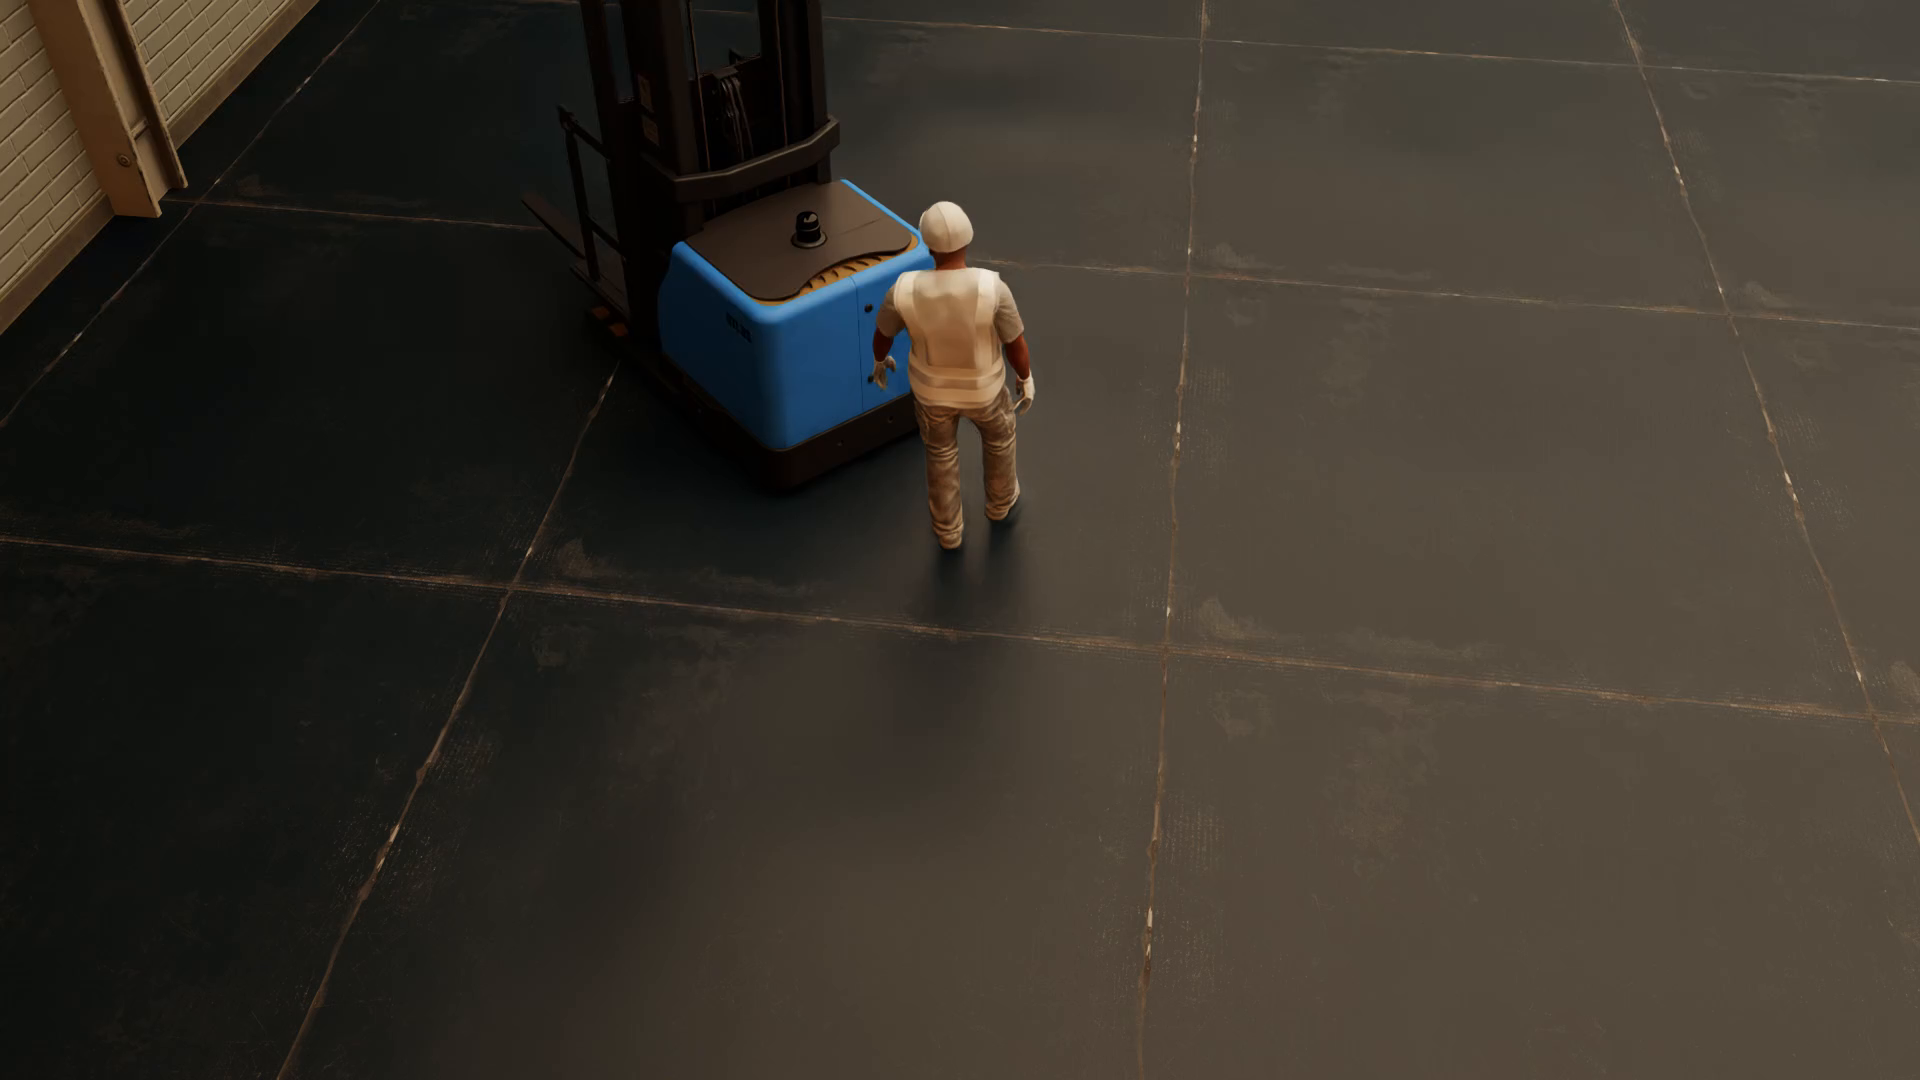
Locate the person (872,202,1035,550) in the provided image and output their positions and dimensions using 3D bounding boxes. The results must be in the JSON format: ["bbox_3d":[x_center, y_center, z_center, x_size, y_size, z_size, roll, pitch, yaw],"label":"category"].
[{"bbox_3d":[-0.028,-0.763,7.418,0.737,1.779,0.563,3,43,3],"label":"person"}]

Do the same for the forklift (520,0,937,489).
[{"bbox_3d":[-1.393,-2.271,8.197,1.130,2.935,3.031,-28,49,-27],"label":"forklift"}]
